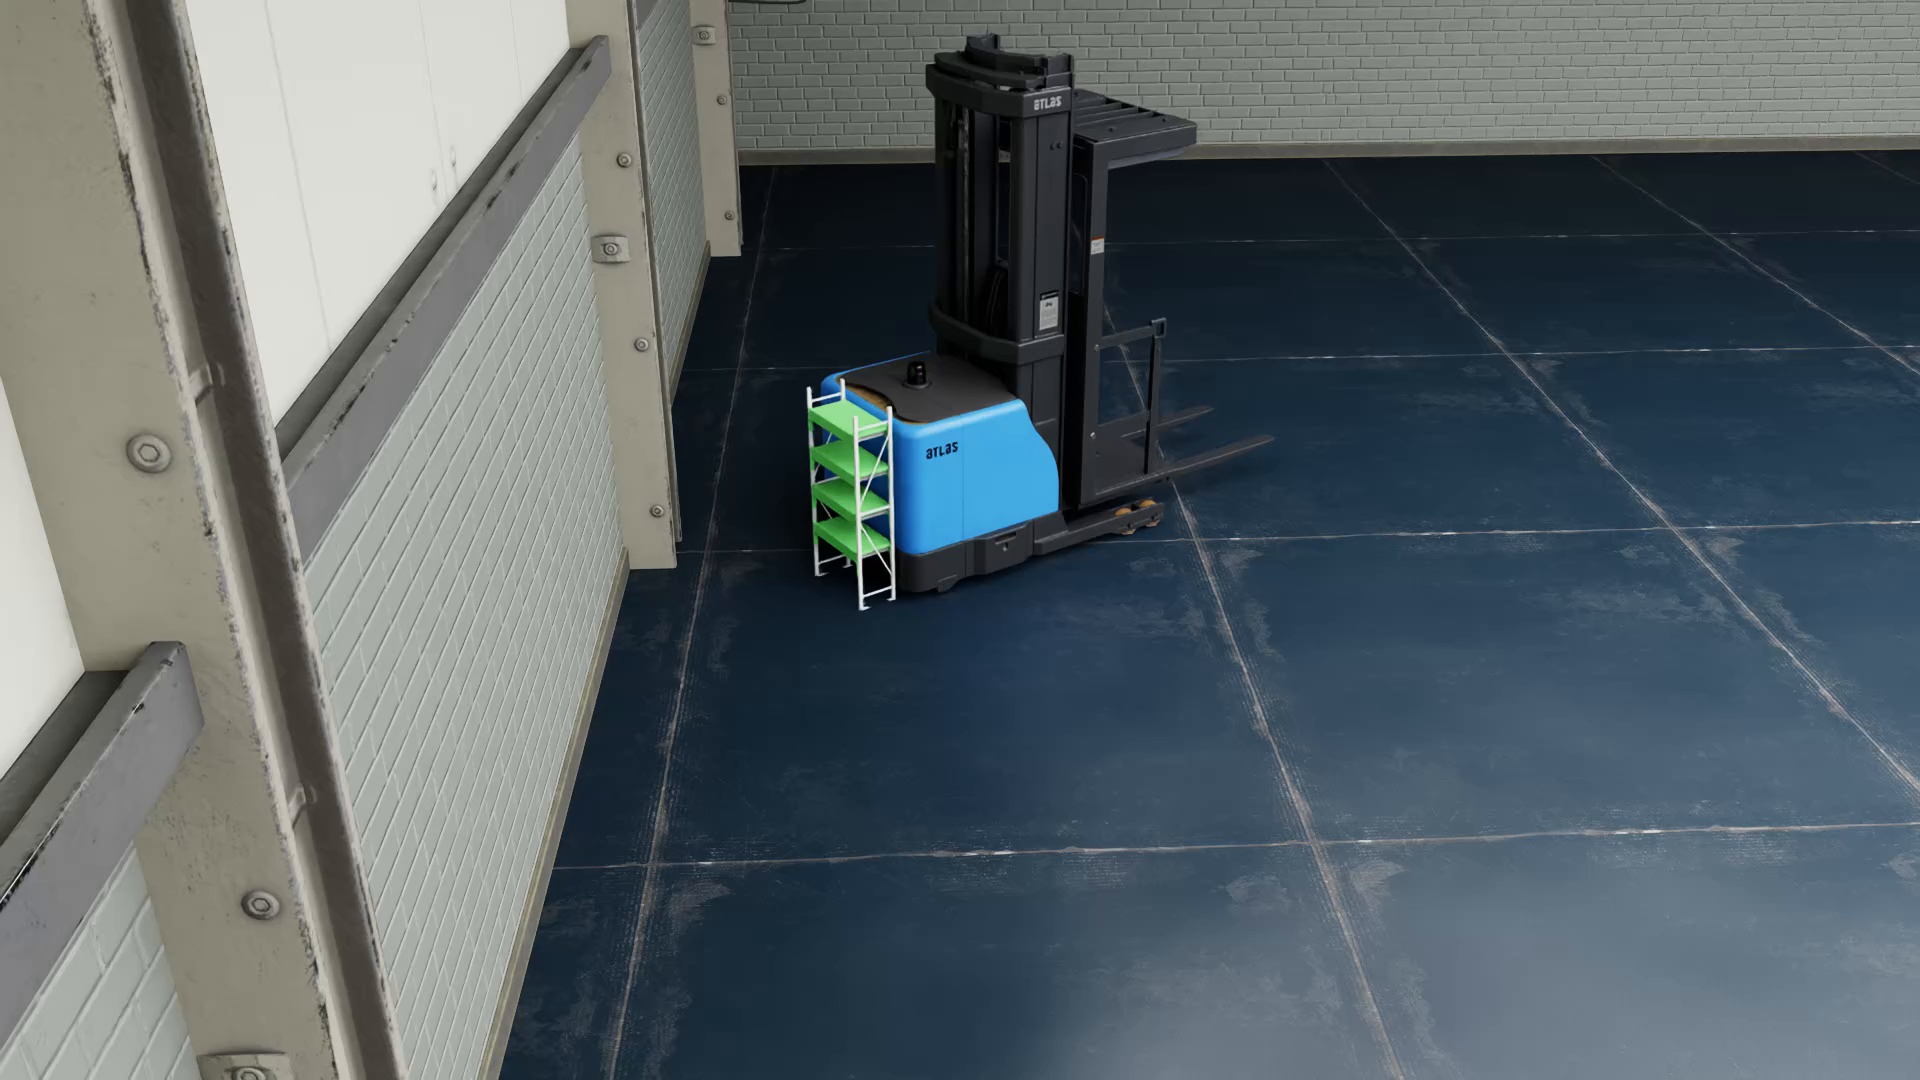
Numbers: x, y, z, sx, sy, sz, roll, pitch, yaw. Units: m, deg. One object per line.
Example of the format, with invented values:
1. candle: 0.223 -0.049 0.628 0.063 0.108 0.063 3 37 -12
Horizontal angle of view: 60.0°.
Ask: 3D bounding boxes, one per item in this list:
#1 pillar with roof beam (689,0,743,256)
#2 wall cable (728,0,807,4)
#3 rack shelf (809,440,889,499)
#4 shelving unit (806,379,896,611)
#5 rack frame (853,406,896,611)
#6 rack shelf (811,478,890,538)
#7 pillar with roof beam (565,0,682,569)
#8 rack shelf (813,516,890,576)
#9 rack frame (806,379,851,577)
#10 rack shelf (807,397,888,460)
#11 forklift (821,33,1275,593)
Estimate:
1. pillar with roof beam: 2.124 -6.786 13.530 9.100 9.000 0.400 -1 28 -3
2. wall cable: -1.008 -6.697 16.718 3.097 2.526 0.112 -1 28 -3
3. rack shelf: -0.615 -0.410 9.358 0.258 0.148 0.480 -18 33 -31
4. shelving unit: -0.615 -0.254 9.440 0.258 1.200 0.503 -18 33 -31
5. rack frame: -0.475 -0.162 9.263 0.240 1.200 0.015 -18 33 -31
6. rack shelf: -0.615 -0.198 9.469 0.258 0.148 0.480 -18 33 -31
7. pillar with roof beam: 2.437 -4.015 8.217 9.100 9.000 0.400 -1 28 -3
8. rack shelf: -0.615 0.015 9.580 0.258 0.148 0.480 -18 33 -31
9. rack frame: -0.755 -0.346 9.617 0.240 1.200 0.015 -18 33 -31
10. rack shelf: -0.615 -0.623 9.247 0.258 0.148 0.480 -18 33 -31
11. forklift: 0.668 -1.512 9.980 3.031 2.935 1.130 -18 32 -30
